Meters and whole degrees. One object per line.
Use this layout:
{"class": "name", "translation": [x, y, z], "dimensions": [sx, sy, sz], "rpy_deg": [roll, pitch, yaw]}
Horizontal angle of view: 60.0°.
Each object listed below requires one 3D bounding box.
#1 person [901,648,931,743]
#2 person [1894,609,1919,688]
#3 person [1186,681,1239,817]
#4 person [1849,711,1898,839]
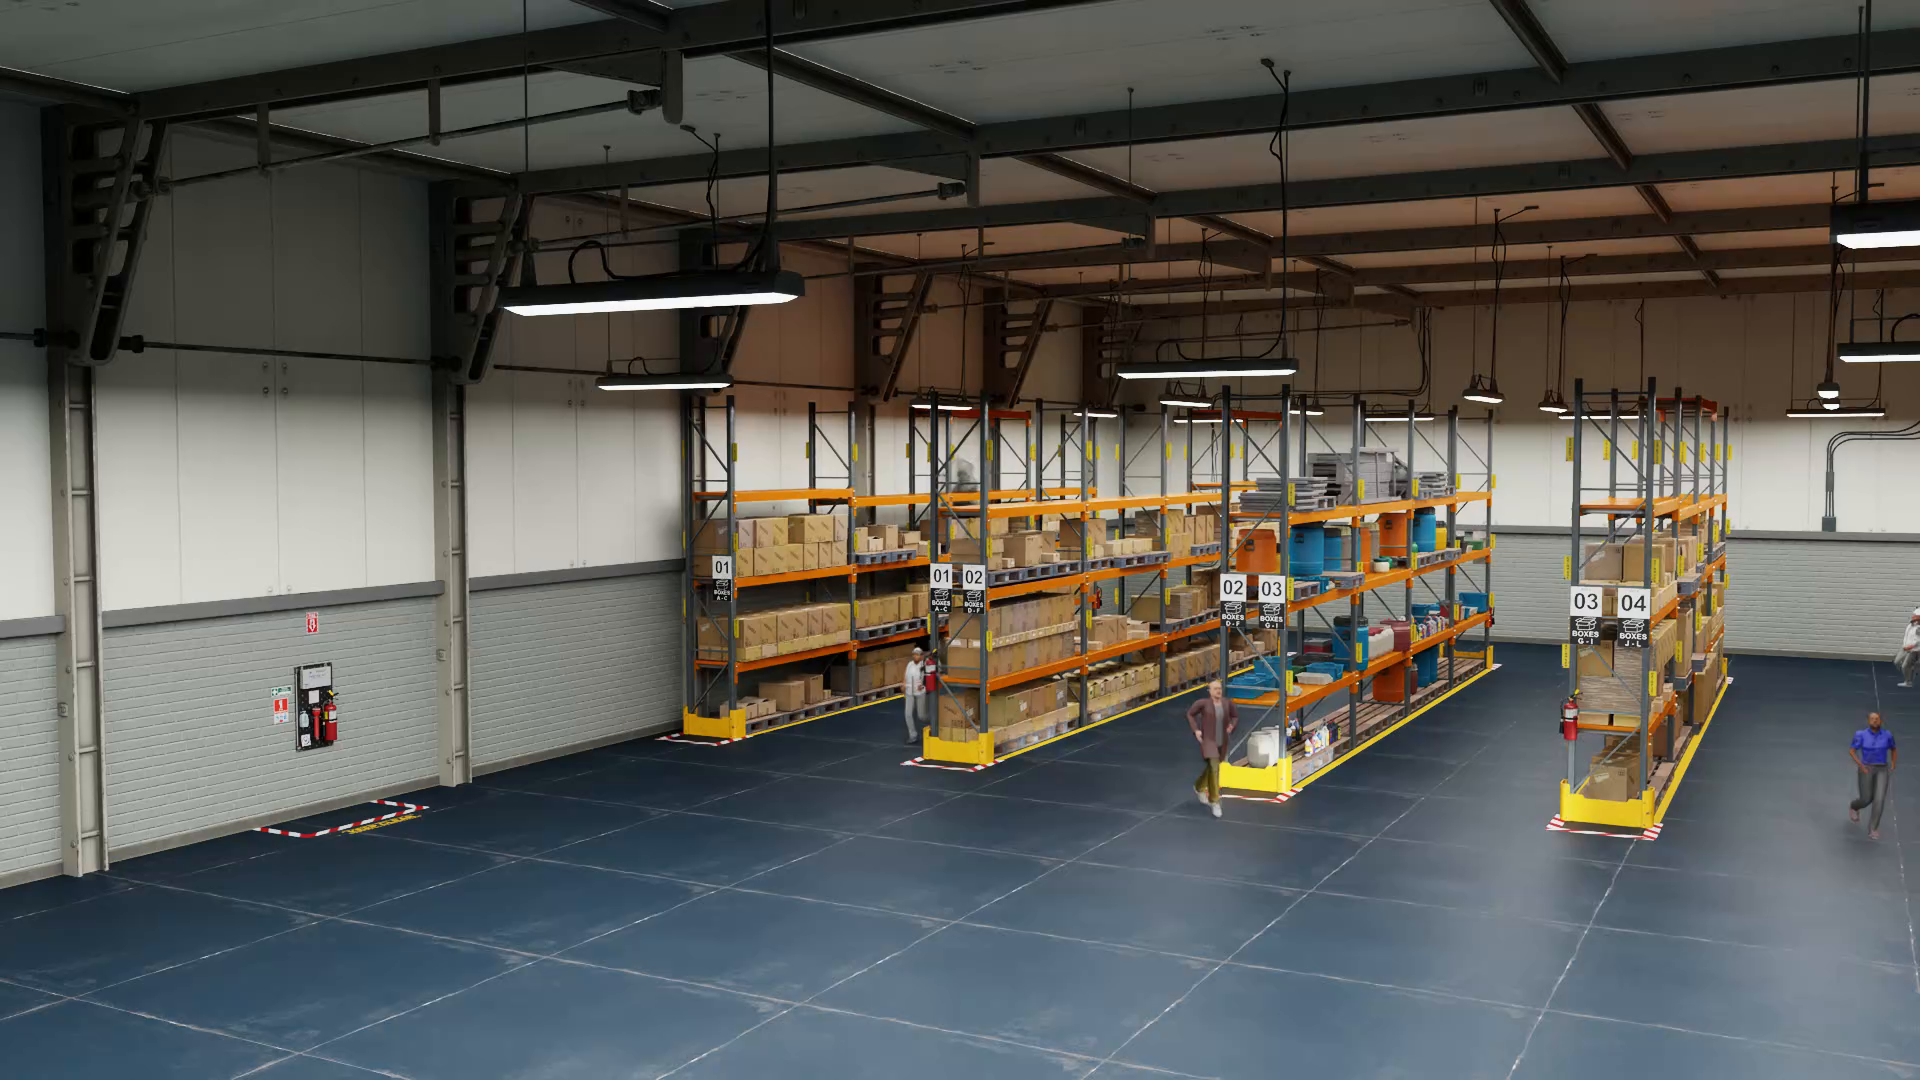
{"class": "person", "translation": [-0.738, 2.672, 28.847], "dimensions": [0.613, 1.620, 0.688], "rpy_deg": [1, 3, 22]}
{"class": "person", "translation": [20.144, 2.298, 35.246], "dimensions": [0.532, 1.700, 0.634], "rpy_deg": [0, 3, -4]}
{"class": "person", "translation": [3.563, 2.877, 23.318], "dimensions": [0.721, 1.833, 0.923], "rpy_deg": [-1, 3, -20]}
{"class": "person", "translation": [11.987, 3.054, 21.825], "dimensions": [0.583, 1.641, 0.697], "rpy_deg": [1, 3, 17]}
